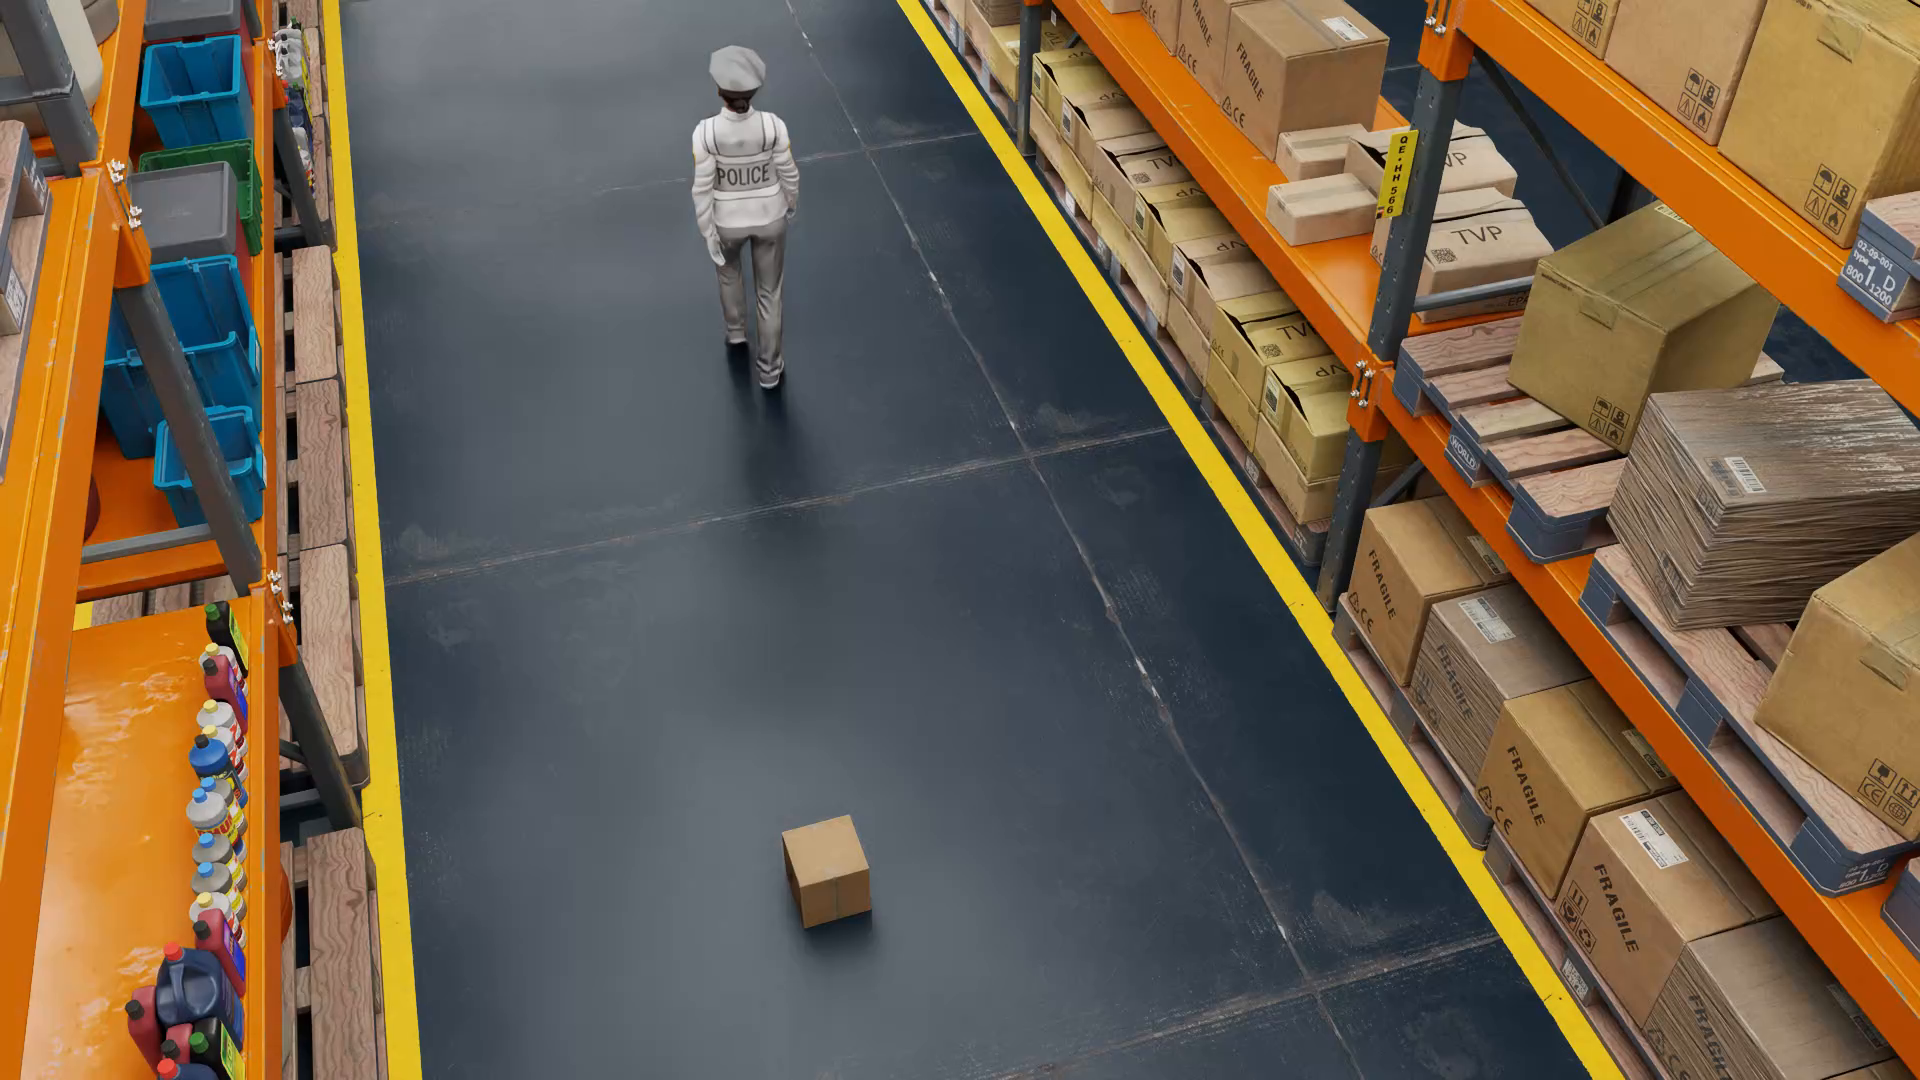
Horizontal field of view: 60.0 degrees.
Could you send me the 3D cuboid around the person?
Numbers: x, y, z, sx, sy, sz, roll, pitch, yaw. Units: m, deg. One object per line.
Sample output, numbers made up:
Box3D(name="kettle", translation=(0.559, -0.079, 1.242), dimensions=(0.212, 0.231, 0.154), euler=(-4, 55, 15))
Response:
Box3D(name="person", translation=(-0.987, -1.507, 7.807), dimensions=(0.491, 1.747, 0.585), euler=(-5, 43, -5))
